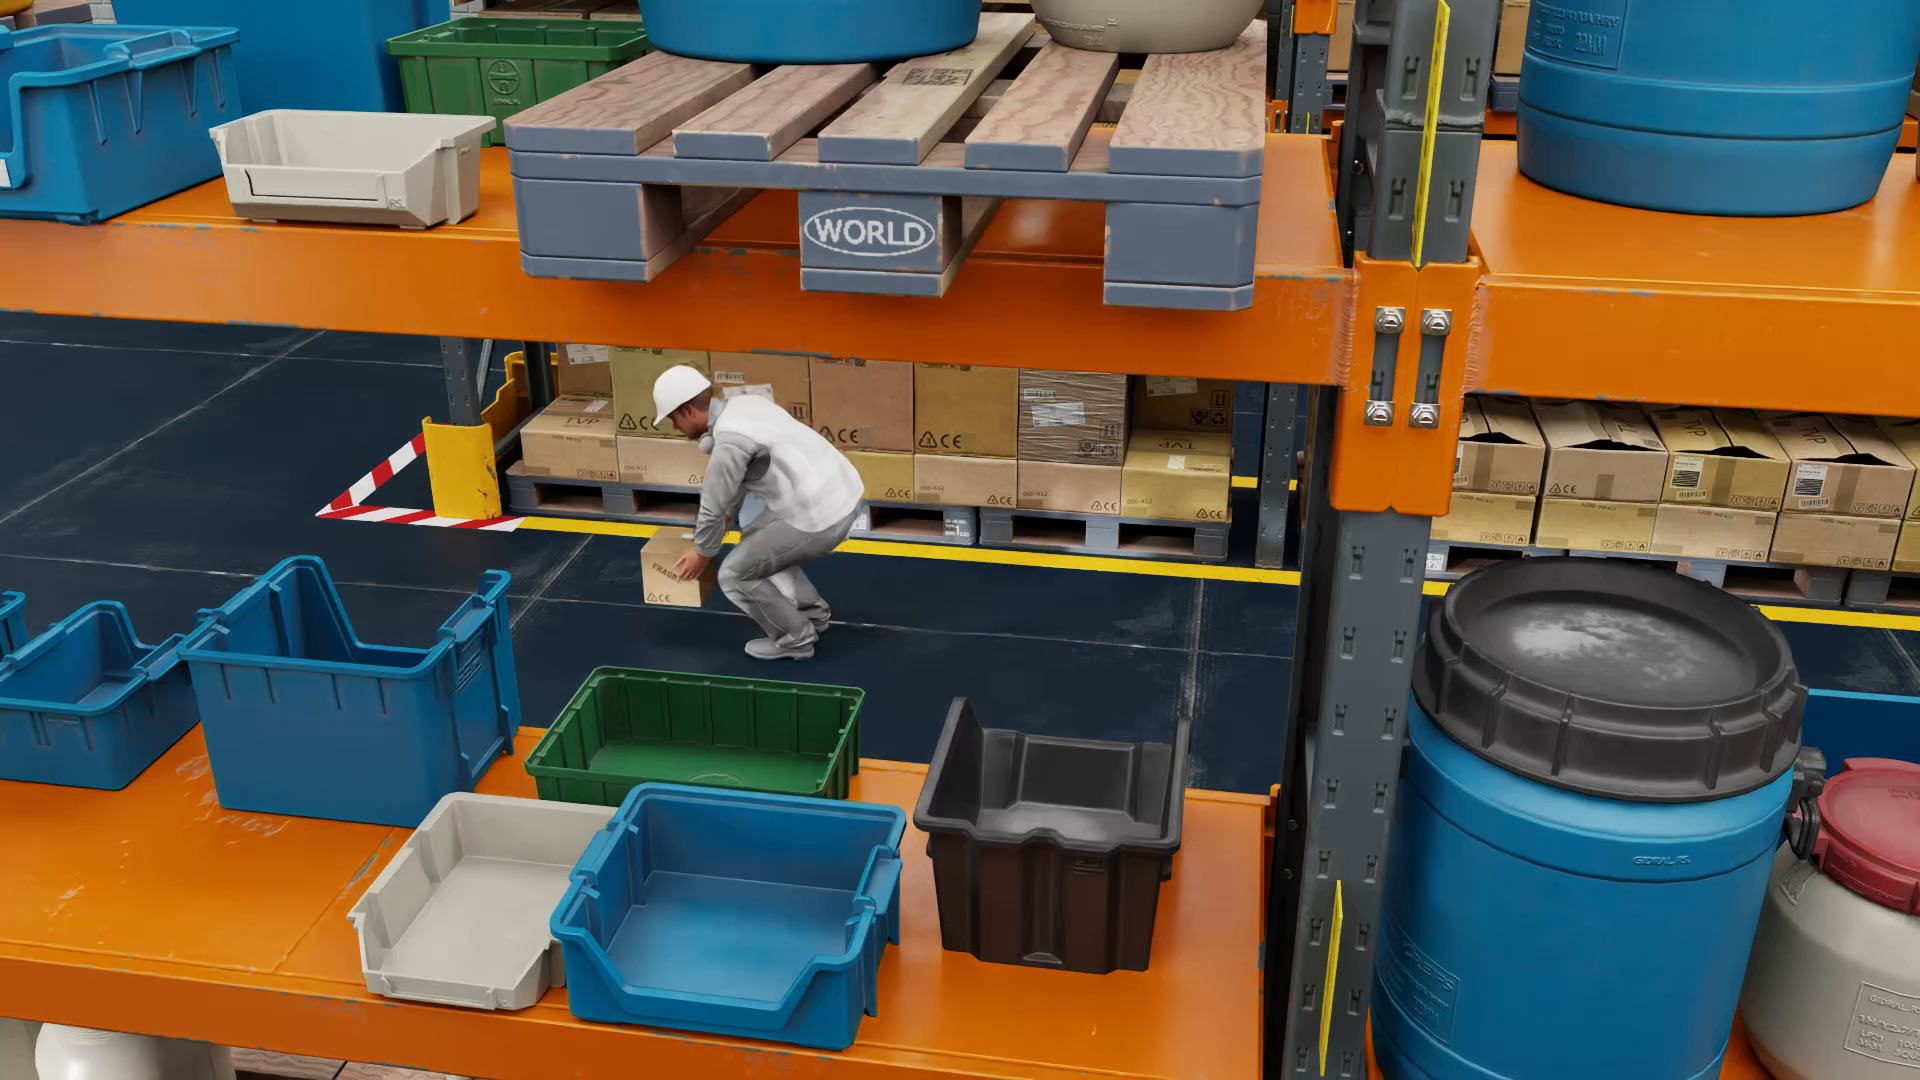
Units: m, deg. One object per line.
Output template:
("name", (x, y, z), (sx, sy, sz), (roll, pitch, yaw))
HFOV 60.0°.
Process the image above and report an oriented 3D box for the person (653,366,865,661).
("person", (-0.830, -0.128, 6.982), (0.837, 1.249, 0.474), (4, 25, 9))
